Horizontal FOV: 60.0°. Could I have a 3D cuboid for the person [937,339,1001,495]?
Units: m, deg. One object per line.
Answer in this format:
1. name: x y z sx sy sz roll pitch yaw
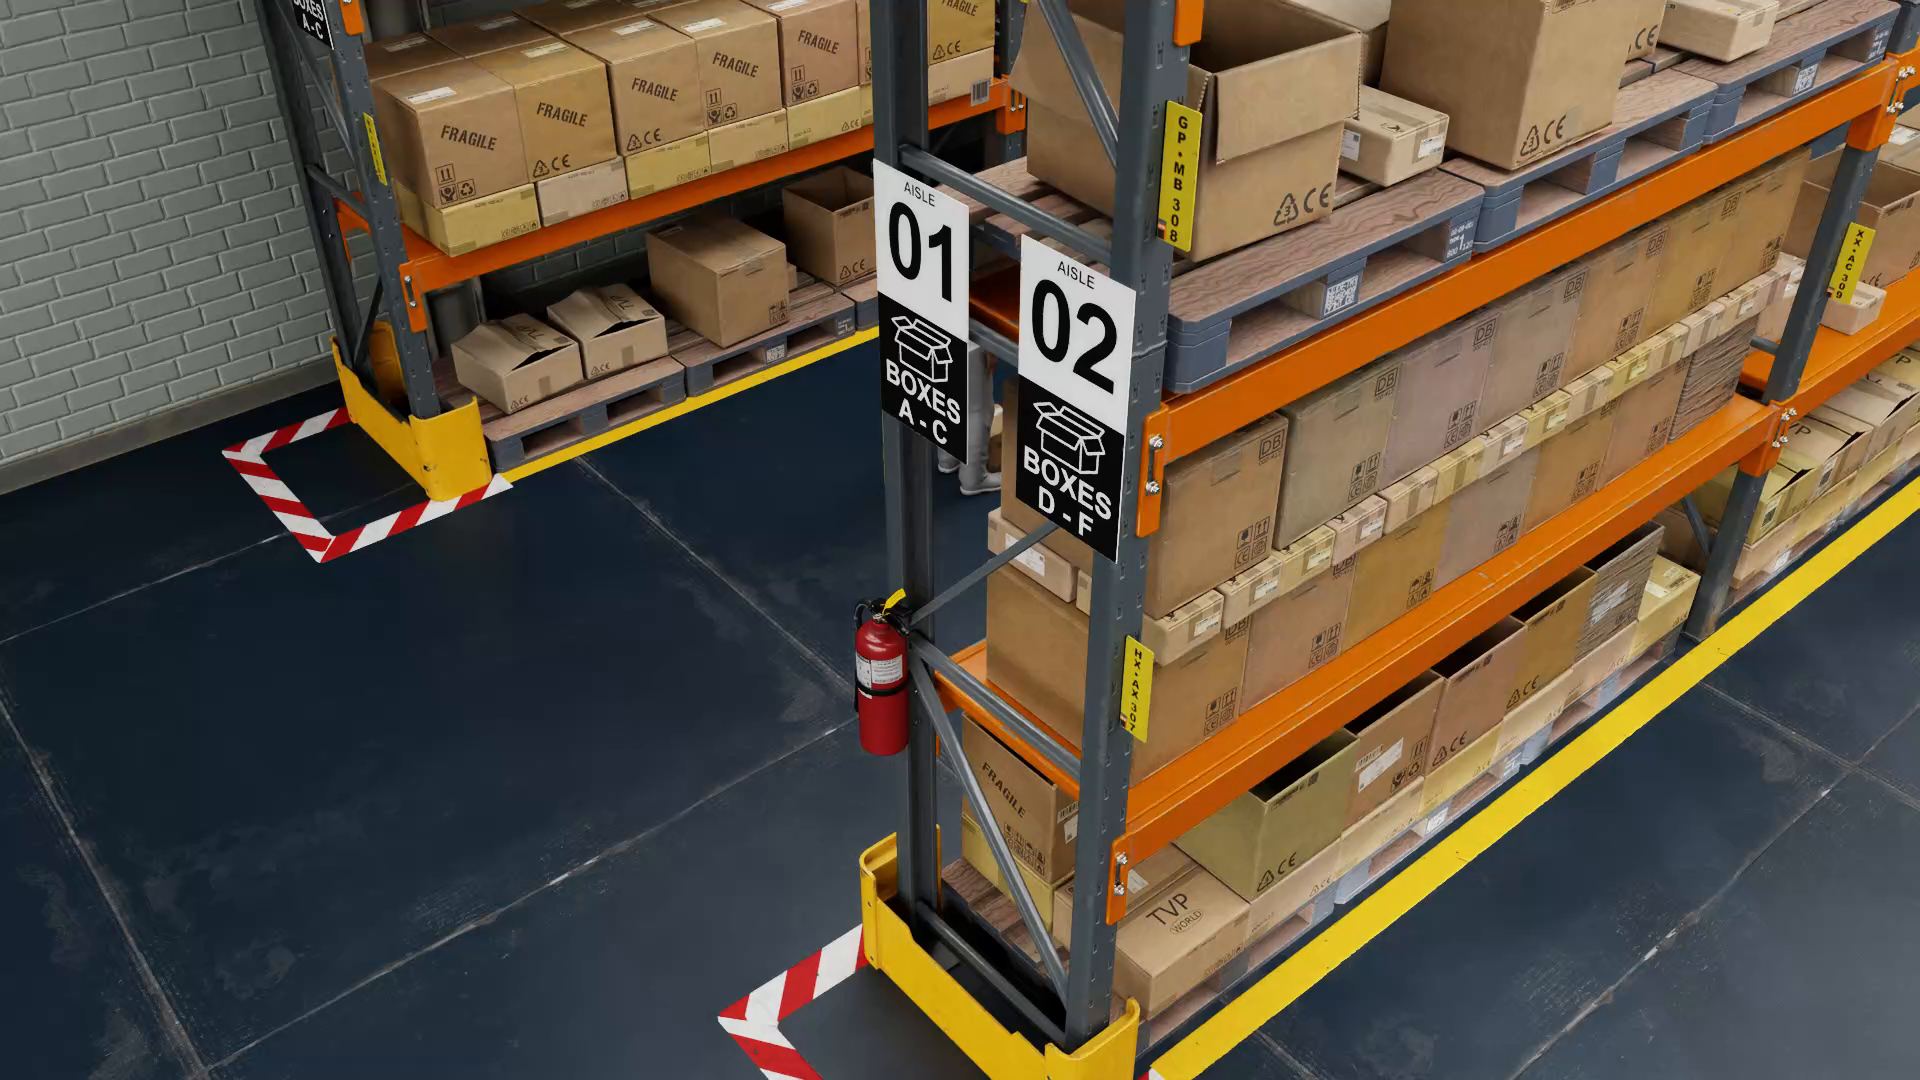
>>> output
1. person: 0.014 -1.021 8.477 0.415 1.658 0.506 -26 44 -31
